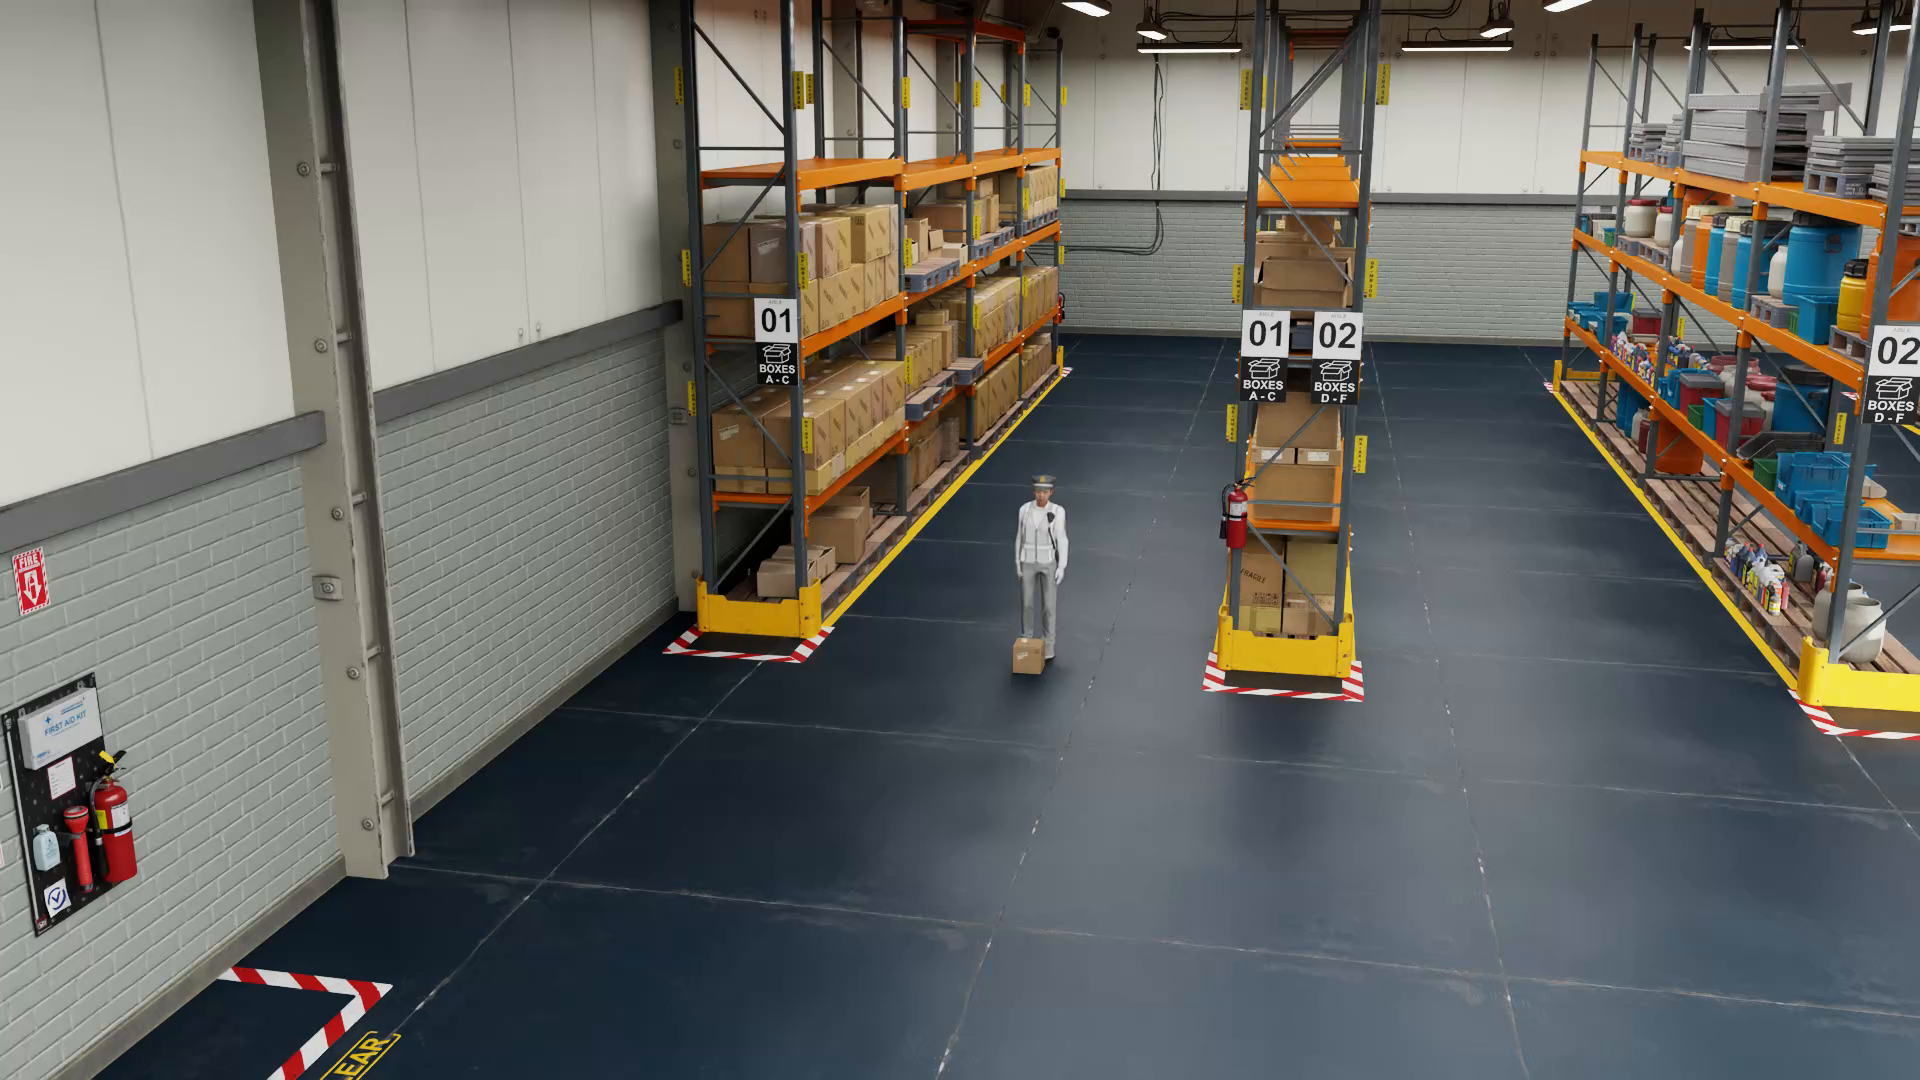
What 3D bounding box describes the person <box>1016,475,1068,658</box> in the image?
[{"bbox_3d":[0.734,0.235,15.110,0.475,1.707,0.344,3,15,13],"label":"person"}]
